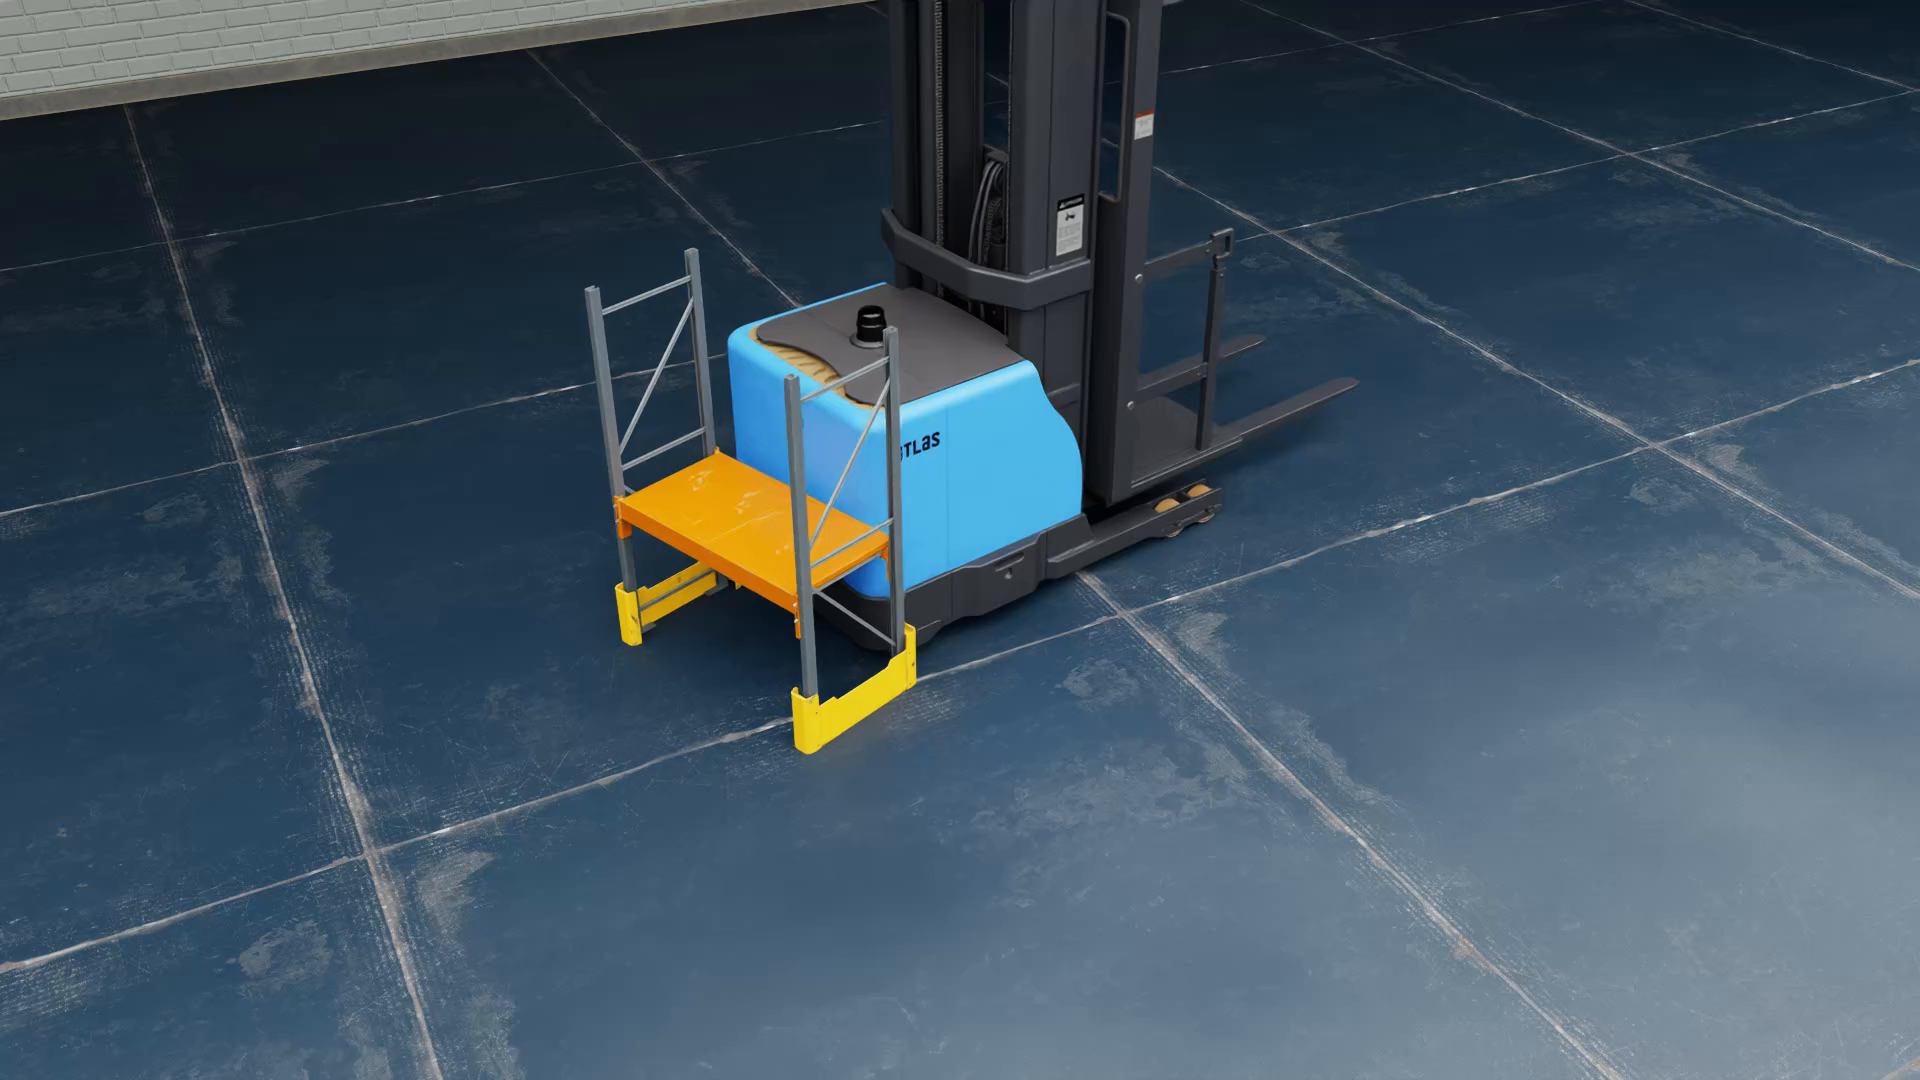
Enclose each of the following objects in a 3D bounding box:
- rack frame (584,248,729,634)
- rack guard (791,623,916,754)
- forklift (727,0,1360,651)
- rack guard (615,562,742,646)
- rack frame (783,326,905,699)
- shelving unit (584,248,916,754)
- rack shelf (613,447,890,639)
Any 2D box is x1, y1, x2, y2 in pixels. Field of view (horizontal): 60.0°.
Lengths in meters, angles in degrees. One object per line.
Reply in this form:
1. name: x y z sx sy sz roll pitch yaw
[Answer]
1. rack frame: -1.144 -0.346 6.400 0.032 1.500 0.500 26 41 34
2. rack guard: -0.385 0.544 6.169 0.087 0.250 0.587 26 41 34
3. forklift: 0.537 -1.448 6.793 3.031 2.935 1.130 -23 39 -31
4. rack guard: -1.130 0.187 6.726 0.087 0.250 0.587 26 41 34
5. rack frame: -0.385 0.018 5.831 0.032 1.500 0.500 26 41 34
6. shelving unit: -0.758 -0.161 6.110 1.083 1.500 0.587 26 41 34
7. rack shelf: -0.764 -0.012 6.212 1.000 0.185 0.538 26 41 34
